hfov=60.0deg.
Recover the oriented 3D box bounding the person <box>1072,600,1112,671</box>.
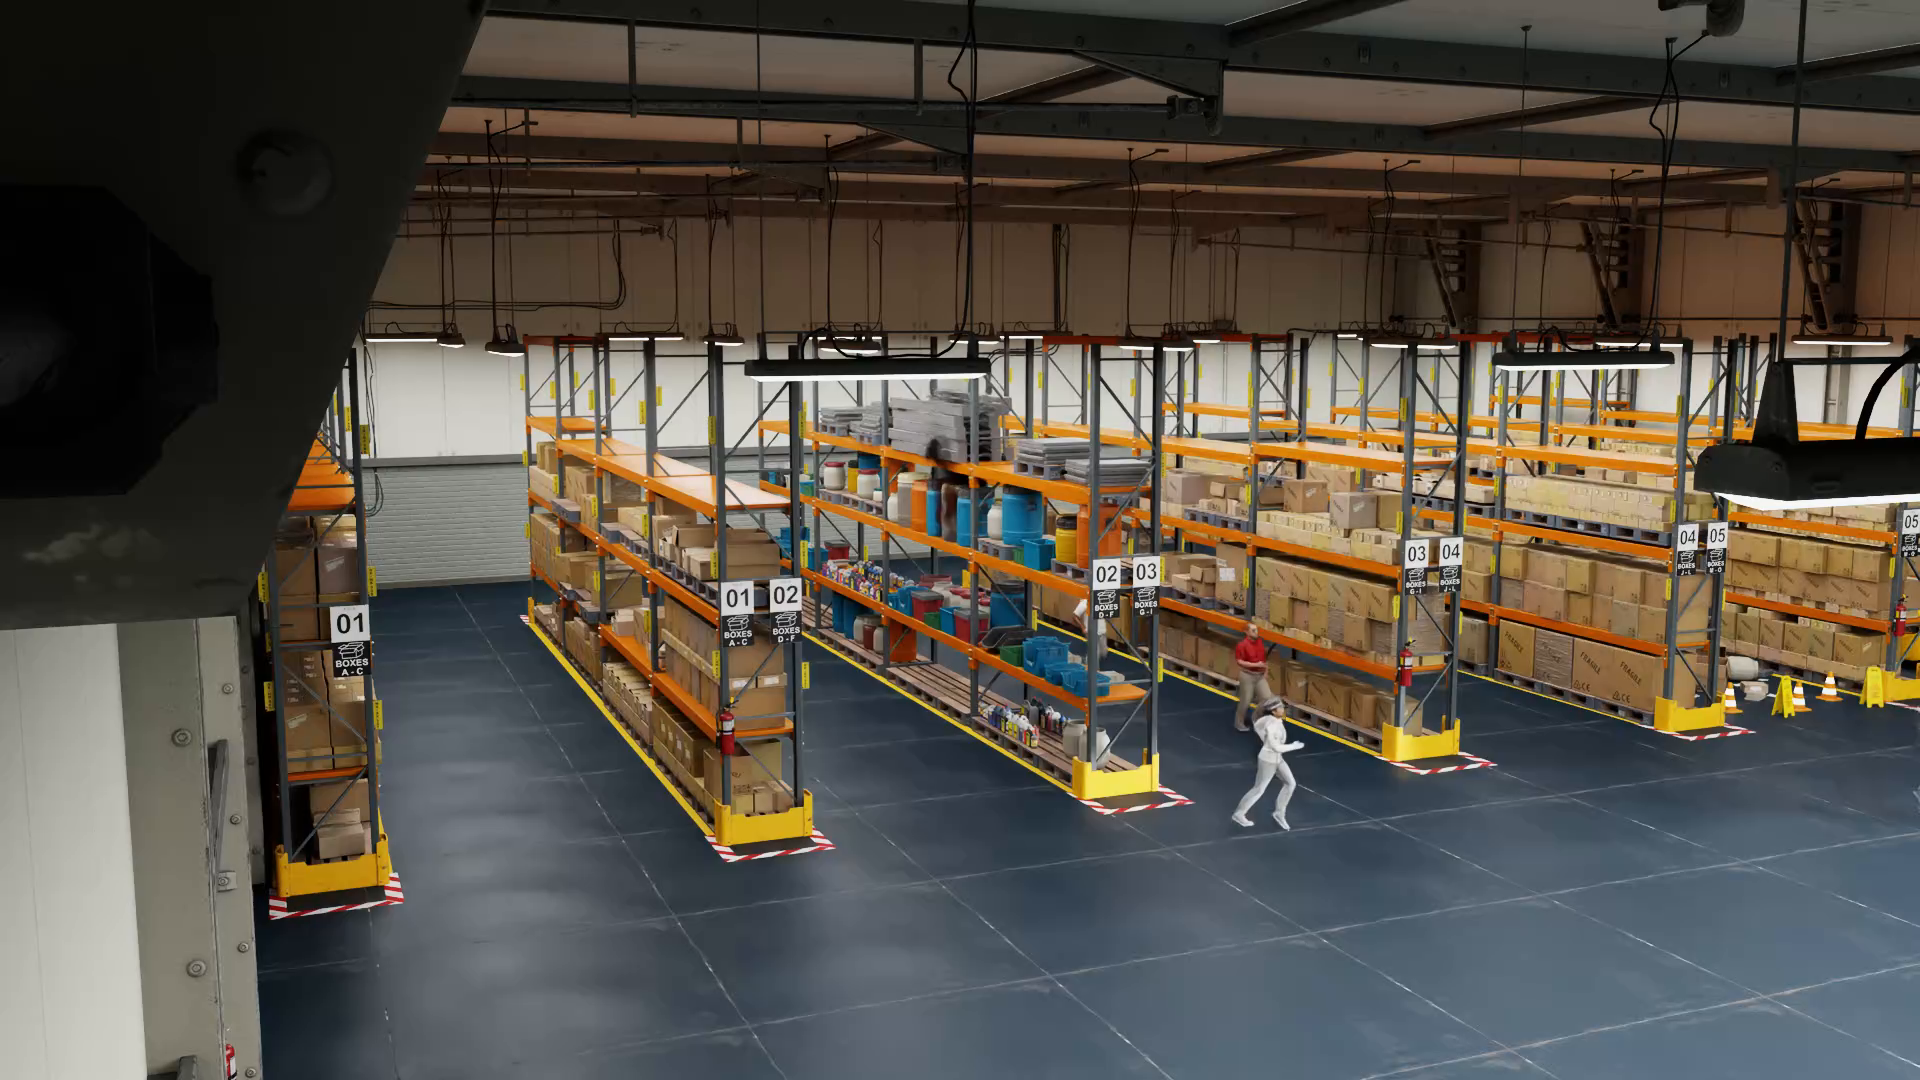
[{"bbox_3d":[2.343,1.619,29.070,0.712,1.730,0.795,-4,8,-25],"label":"person"}]

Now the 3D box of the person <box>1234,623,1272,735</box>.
[{"bbox_3d":[4.472,2.135,25.322,0.640,1.726,0.702,-4,9,-28],"label":"person"}]

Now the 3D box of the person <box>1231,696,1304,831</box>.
[{"bbox_3d":[3.831,2.762,20.630,0.860,1.722,0.626,2,8,16],"label":"person"}]
